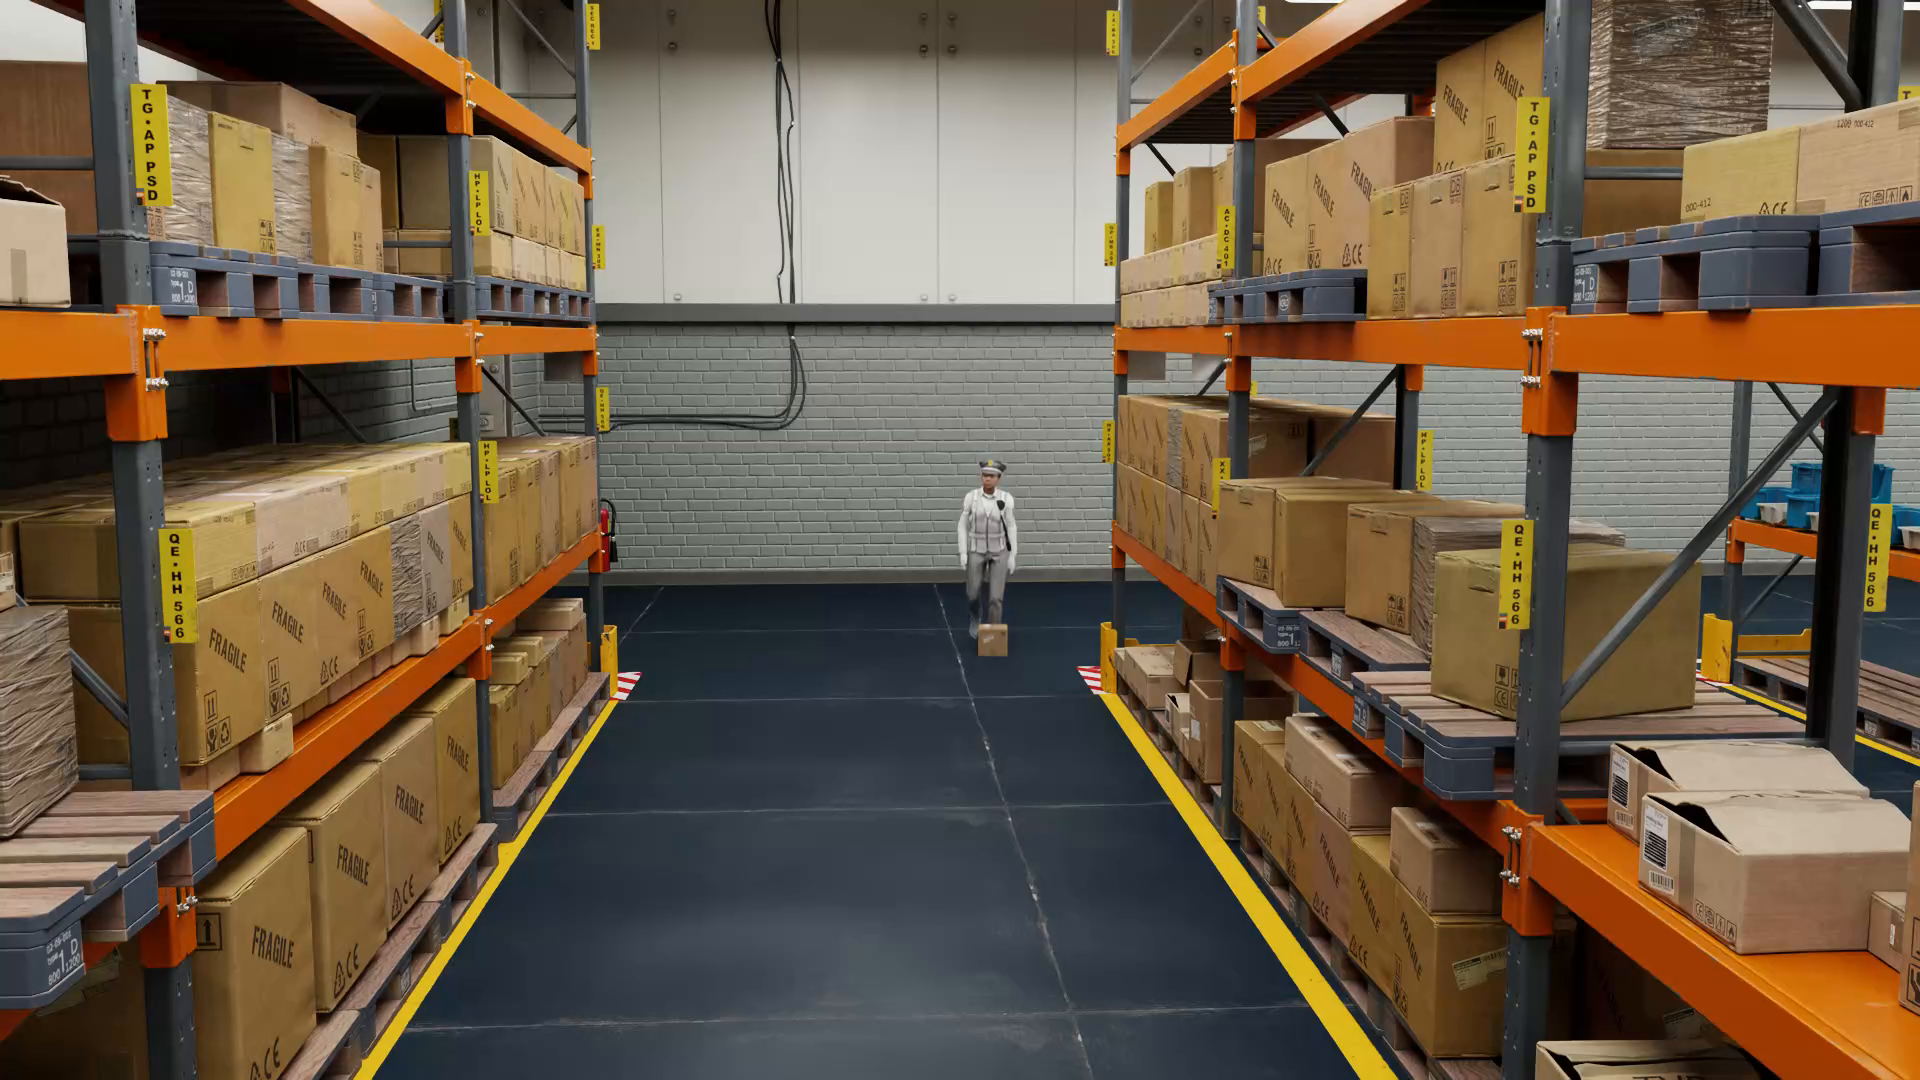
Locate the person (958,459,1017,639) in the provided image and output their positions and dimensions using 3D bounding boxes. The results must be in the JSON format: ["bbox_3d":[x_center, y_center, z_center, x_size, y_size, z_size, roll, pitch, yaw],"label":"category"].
[{"bbox_3d":[0.244,0.110,14.652,0.519,1.678,0.530,0,7,3],"label":"person"}]
